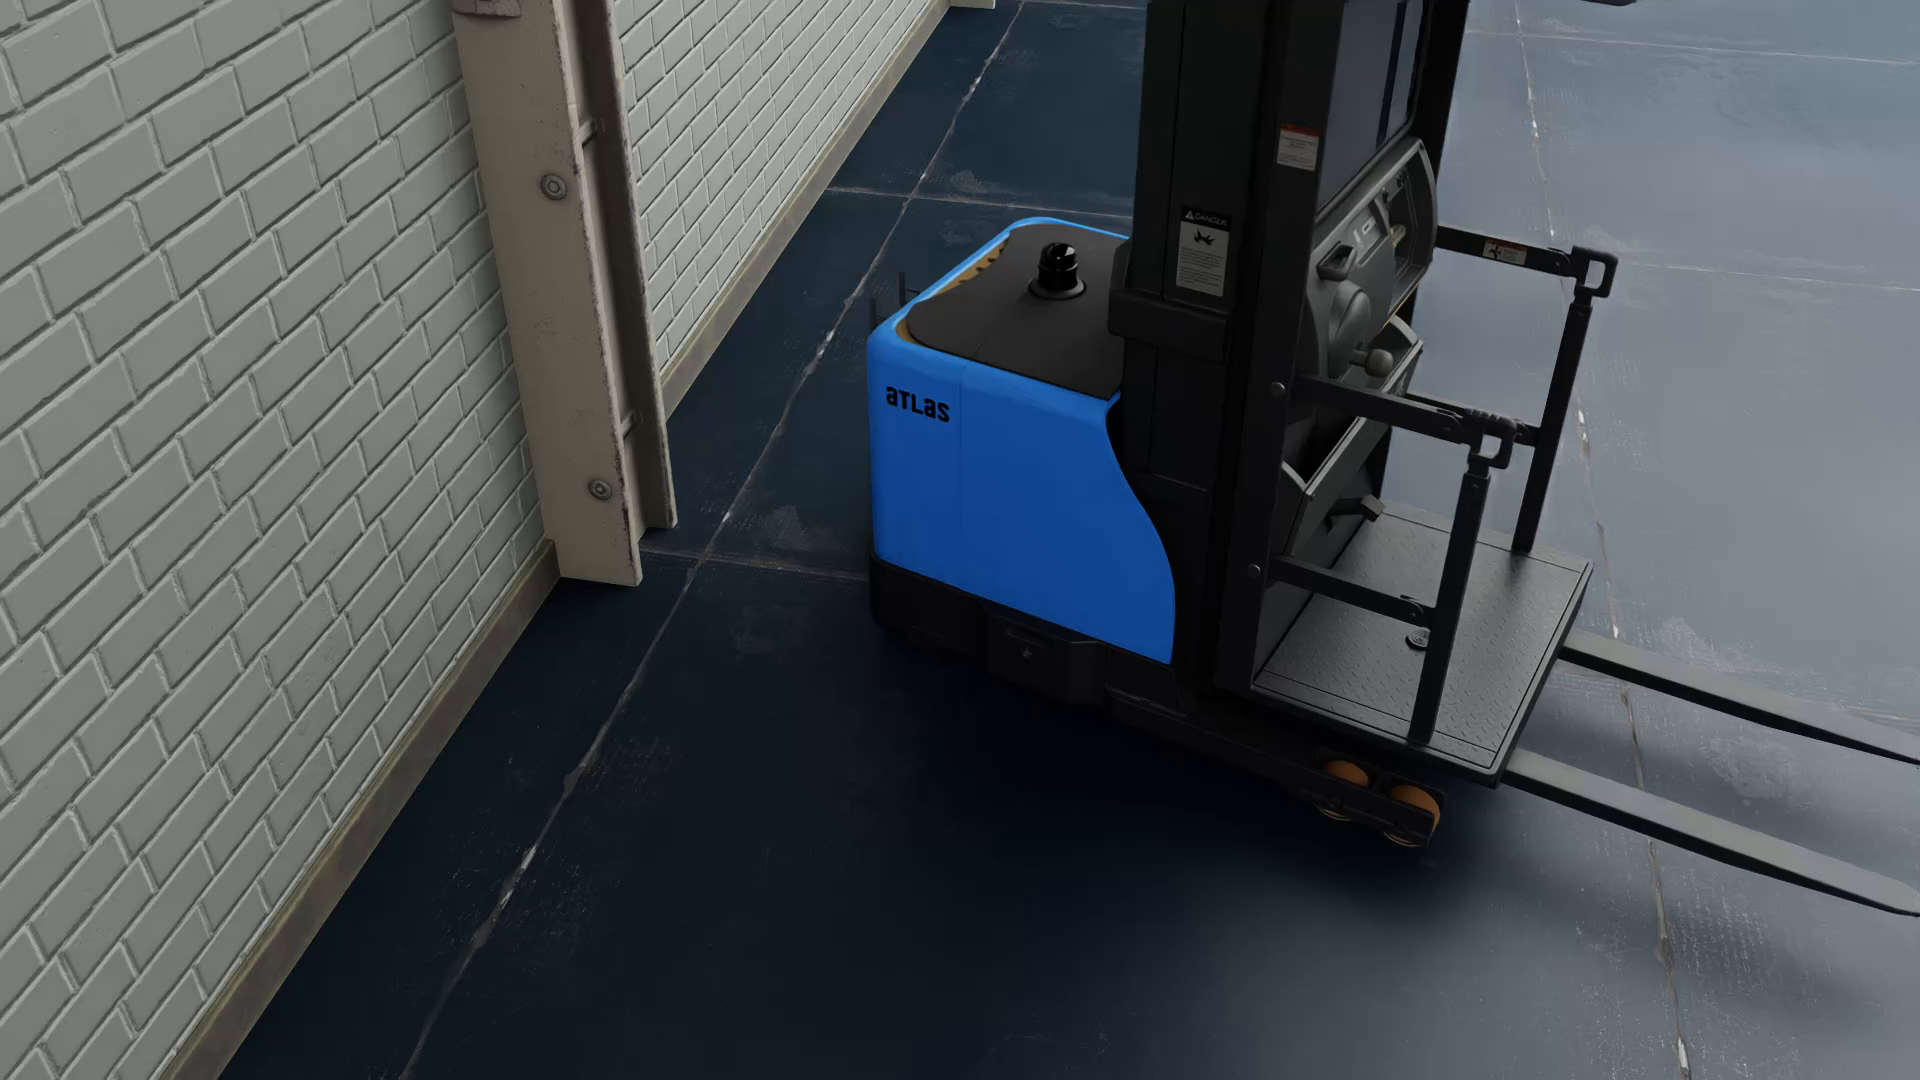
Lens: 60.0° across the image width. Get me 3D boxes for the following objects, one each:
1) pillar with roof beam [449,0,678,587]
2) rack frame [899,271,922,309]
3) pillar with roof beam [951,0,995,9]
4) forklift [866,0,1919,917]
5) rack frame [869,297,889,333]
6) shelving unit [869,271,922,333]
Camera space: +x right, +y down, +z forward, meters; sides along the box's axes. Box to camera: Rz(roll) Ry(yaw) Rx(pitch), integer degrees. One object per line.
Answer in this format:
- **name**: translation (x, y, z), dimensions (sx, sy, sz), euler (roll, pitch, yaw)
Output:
- **pillar with roof beam**: translation (3.022, -3.082, 2.334), dimensions (9.100, 9.000, 0.400), euler (7, 37, 10)
- **rack frame**: translation (-0.090, -0.483, 5.650), dimensions (0.240, 0.900, 0.006), euler (16, 39, 21)
- **pillar with roof beam**: translation (4.304, -6.521, 7.080), dimensions (9.100, 9.000, 0.400), euler (7, 37, 10)
- **forklift**: translation (1.246, -0.701, 4.220), dimensions (3.031, 2.935, 1.130), euler (19, 40, 24)
- **rack frame**: translation (-0.178, -0.376, 5.502), dimensions (0.240, 0.900, 0.006), euler (16, 39, 21)
- **shelving unit**: translation (-0.134, -0.430, 5.576), dimensions (0.258, 0.900, 0.210), euler (16, 39, 21)
